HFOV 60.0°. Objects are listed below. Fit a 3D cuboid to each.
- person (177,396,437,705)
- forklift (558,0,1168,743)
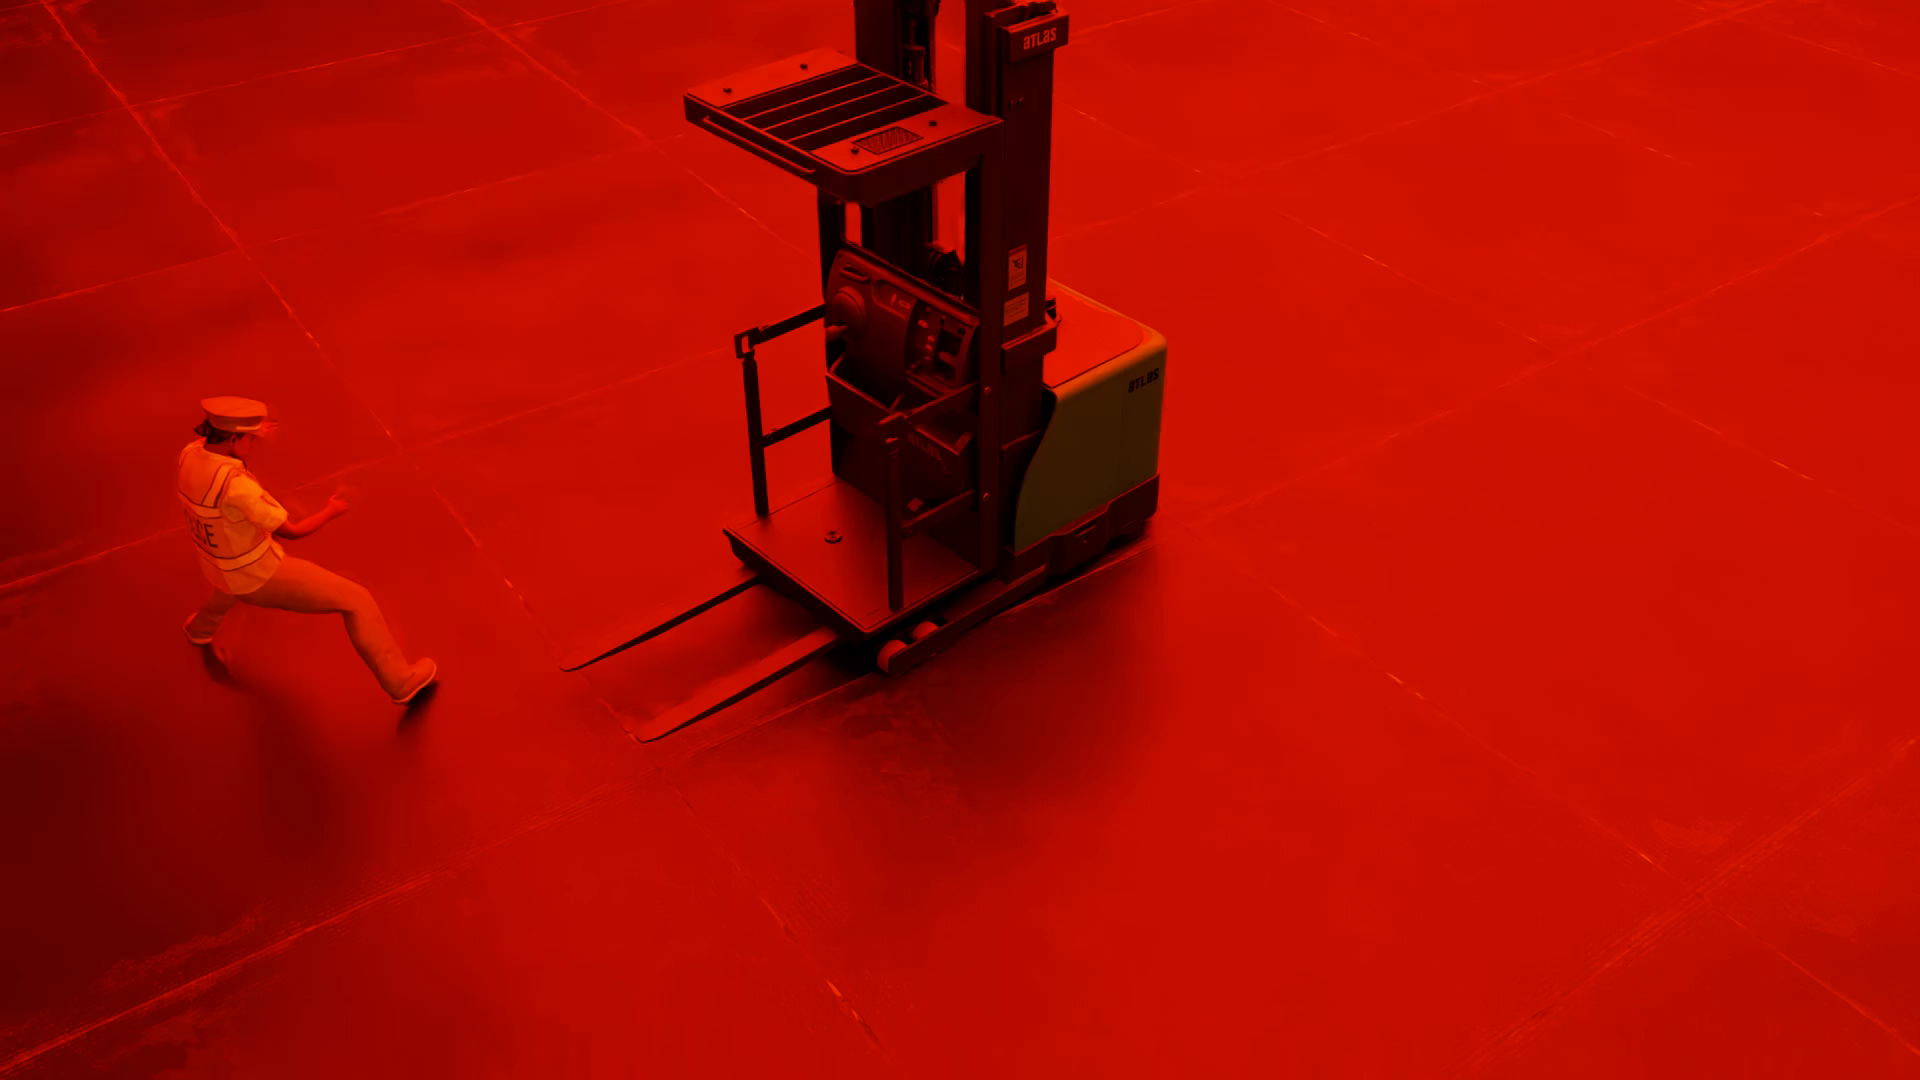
[{"bbox_3d":[-2.981,-0.033,7.211,1.256,1.433,0.676,28,45,32],"label":"person"},{"bbox_3d":[-0.422,-0.910,7.175,3.031,2.935,1.130,-28,45,-33],"label":"forklift"}]
